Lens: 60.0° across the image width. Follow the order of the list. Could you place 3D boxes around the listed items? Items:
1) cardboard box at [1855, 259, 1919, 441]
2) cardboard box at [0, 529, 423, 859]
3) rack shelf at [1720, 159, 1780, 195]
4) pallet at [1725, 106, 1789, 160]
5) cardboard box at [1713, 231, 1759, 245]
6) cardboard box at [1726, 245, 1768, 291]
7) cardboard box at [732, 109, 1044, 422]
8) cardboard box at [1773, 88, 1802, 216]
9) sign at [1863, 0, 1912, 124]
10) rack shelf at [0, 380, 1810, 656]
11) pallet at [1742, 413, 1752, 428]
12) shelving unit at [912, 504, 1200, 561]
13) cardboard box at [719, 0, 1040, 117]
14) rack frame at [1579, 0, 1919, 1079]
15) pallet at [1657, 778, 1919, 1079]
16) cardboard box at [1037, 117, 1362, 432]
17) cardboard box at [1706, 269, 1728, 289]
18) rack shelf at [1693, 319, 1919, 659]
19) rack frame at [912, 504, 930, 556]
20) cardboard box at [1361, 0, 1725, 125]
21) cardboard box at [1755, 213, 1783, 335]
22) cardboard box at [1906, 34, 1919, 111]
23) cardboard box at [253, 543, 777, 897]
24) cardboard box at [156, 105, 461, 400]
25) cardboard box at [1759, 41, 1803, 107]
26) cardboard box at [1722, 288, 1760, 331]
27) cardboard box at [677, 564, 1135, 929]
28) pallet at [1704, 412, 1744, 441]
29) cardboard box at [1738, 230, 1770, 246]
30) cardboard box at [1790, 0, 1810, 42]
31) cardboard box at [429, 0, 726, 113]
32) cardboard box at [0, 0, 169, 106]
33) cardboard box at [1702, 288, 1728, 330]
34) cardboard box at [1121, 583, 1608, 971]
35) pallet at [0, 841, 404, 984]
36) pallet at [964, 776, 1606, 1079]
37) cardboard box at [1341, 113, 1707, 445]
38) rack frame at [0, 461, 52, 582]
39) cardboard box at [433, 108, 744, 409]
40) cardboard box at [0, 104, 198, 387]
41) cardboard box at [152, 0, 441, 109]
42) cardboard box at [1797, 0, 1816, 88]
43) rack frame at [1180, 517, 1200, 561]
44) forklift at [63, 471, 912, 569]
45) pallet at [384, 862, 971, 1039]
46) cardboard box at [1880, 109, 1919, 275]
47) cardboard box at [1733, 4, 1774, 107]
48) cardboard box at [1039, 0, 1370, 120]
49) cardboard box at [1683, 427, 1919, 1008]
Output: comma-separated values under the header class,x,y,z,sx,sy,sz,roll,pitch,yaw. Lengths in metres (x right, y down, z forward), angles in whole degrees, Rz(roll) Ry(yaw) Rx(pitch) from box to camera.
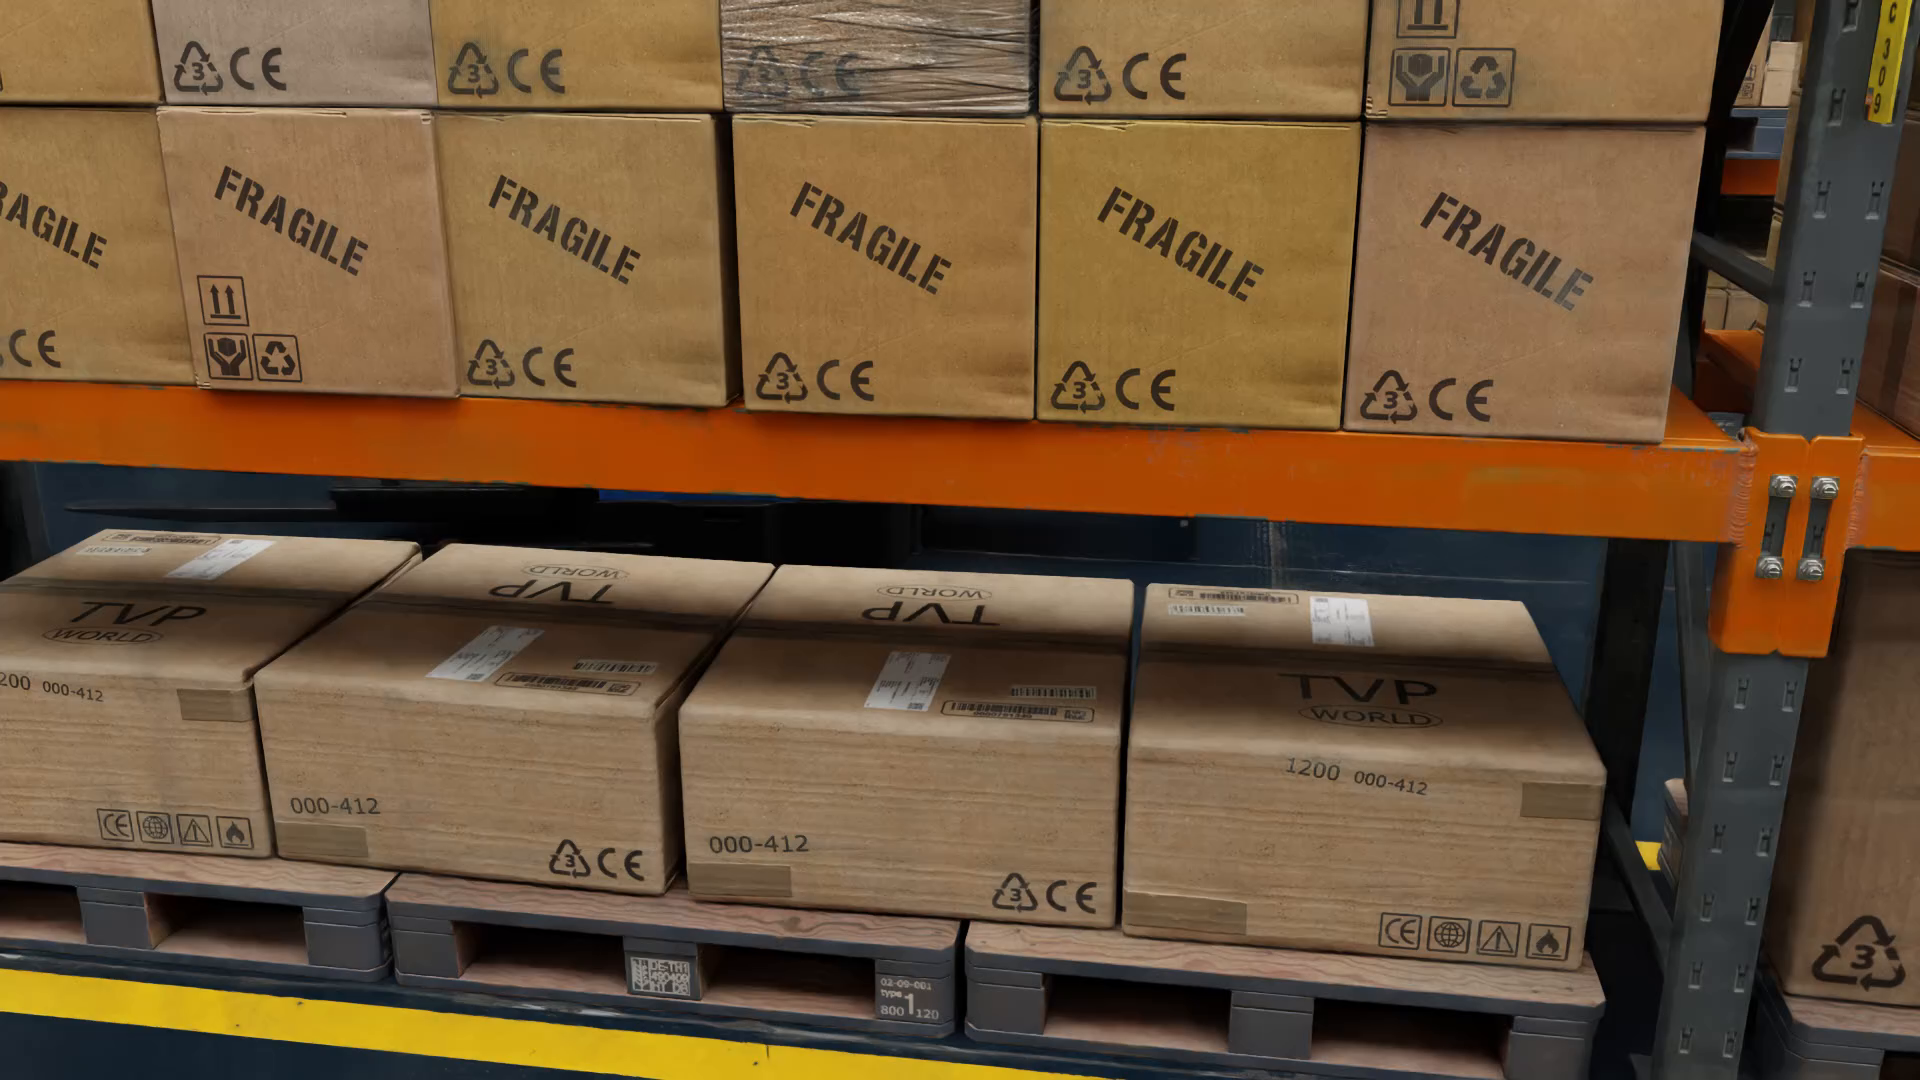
class,x,y,z,sx,sy,sz,roll,pitch,yaw
cardboard box,1.809,-0.311,2.743,0.500,0.250,0.500,2,19,7
cardboard box,-1.865,0.329,3.968,0.875,0.438,0.875,2,19,7
rack shelf,4.175,-1.601,7.494,4.000,0.370,1.077,3,19,9
pallet,2.972,-1.877,7.489,1.213,0.211,1.003,3,19,9
cardboard box,3.632,-1.379,7.953,0.250,0.149,0.380,3,19,10
cardboard box,3.567,-1.230,7.506,0.250,0.149,0.380,3,19,9
cardboard box,-0.089,-0.523,2.981,0.500,0.500,0.500,3,19,8
cardboard box,1.891,-0.707,3.138,0.500,0.250,0.500,3,19,9
sign,1.330,-0.762,2.363,0.005,0.325,0.100,3,19,9
rack shelf,-0.558,-0.247,3.447,4.000,0.370,1.077,3,19,9
pallet,4.218,-0.630,7.855,1.213,0.211,1.003,3,19,9
shelving unit,0.360,-0.723,6.100,1.048,1.500,0.538,1,19,3
cardboard box,-0.097,-0.997,2.822,0.500,0.500,0.500,3,19,9
rack frame,1.417,-0.487,3.032,0.127,3.000,1.000,3,19,9
pallet,2.191,0.850,3.429,1.213,0.211,1.003,3,19,9
cardboard box,0.409,-0.502,2.919,0.500,0.500,0.500,2,19,7
cardboard box,3.326,-1.254,7.579,0.250,0.149,0.380,3,19,8
rack shelf,3.391,-0.046,2.846,4.000,0.370,1.077,3,19,9
rack frame,-0.147,-0.732,6.126,0.032,1.500,0.500,1,19,3
cardboard box,0.907,-0.946,2.670,0.500,0.500,0.500,3,19,8
cardboard box,1.900,-0.473,3.225,0.500,0.250,0.500,2,19,7
cardboard box,1.806,-0.897,2.522,0.500,0.500,0.500,3,19,9
cardboard box,-0.960,0.373,3.839,0.875,0.438,0.875,3,19,10
cardboard box,-1.101,-0.574,3.134,0.500,0.500,0.500,3,19,8
cardboard box,3.511,-1.988,7.067,0.258,0.266,0.396,4,19,11
cardboard box,3.662,-0.911,7.577,0.500,0.500,0.500,2,19,7
cardboard box,-0.070,0.418,3.701,0.875,0.438,0.875,2,19,7
pallet,3.009,-0.691,8.036,1.213,0.211,1.003,3,19,9
cardboard box,3.894,-1.384,7.967,0.250,0.149,0.380,3,19,9
cardboard box,3.929,-2.129,7.120,0.500,0.500,0.700,3,19,8
cardboard box,-0.590,-1.025,2.905,0.500,0.500,0.500,3,19,9
cardboard box,-1.593,-1.073,3.049,0.500,0.500,0.500,2,19,7
cardboard box,3.170,-0.938,7.656,0.500,0.500,0.500,3,19,8
cardboard box,0.814,0.463,3.567,0.875,0.438,0.875,3,19,8
pallet,-1.731,0.649,4.029,1.213,0.211,1.003,3,19,9
pallet,0.678,0.772,3.662,1.213,0.211,1.003,3,19,9
cardboard box,0.918,-0.478,2.847,0.500,0.500,0.500,3,19,9
rack frame,-2.533,-0.689,3.634,0.127,3.000,1.000,3,19,9
cardboard box,-0.604,-0.554,3.074,0.500,0.500,0.500,4,19,10
cardboard box,-1.600,-0.605,3.227,0.500,0.500,0.500,3,19,8
cardboard box,-1.083,-1.050,2.979,0.500,0.500,0.500,3,19,8
cardboard box,1.898,-1.065,3.026,0.500,0.500,0.500,4,19,10
rack frame,0.868,-0.714,6.074,0.032,1.500,0.500,1,19,3
forklift,-1.691,-1.394,5.849,3.031,2.935,1.130,0,19,0
pallet,-0.530,0.712,3.844,1.213,0.211,1.003,3,19,9
cardboard box,1.806,-0.543,2.647,0.500,0.250,0.500,2,19,7
cardboard box,3.154,-2.169,7.238,0.500,0.500,0.700,3,19,9
cardboard box,0.407,-0.974,2.754,0.500,0.500,0.500,3,19,8
cardboard box,2.042,0.327,3.285,0.875,0.875,0.875,4,19,10
